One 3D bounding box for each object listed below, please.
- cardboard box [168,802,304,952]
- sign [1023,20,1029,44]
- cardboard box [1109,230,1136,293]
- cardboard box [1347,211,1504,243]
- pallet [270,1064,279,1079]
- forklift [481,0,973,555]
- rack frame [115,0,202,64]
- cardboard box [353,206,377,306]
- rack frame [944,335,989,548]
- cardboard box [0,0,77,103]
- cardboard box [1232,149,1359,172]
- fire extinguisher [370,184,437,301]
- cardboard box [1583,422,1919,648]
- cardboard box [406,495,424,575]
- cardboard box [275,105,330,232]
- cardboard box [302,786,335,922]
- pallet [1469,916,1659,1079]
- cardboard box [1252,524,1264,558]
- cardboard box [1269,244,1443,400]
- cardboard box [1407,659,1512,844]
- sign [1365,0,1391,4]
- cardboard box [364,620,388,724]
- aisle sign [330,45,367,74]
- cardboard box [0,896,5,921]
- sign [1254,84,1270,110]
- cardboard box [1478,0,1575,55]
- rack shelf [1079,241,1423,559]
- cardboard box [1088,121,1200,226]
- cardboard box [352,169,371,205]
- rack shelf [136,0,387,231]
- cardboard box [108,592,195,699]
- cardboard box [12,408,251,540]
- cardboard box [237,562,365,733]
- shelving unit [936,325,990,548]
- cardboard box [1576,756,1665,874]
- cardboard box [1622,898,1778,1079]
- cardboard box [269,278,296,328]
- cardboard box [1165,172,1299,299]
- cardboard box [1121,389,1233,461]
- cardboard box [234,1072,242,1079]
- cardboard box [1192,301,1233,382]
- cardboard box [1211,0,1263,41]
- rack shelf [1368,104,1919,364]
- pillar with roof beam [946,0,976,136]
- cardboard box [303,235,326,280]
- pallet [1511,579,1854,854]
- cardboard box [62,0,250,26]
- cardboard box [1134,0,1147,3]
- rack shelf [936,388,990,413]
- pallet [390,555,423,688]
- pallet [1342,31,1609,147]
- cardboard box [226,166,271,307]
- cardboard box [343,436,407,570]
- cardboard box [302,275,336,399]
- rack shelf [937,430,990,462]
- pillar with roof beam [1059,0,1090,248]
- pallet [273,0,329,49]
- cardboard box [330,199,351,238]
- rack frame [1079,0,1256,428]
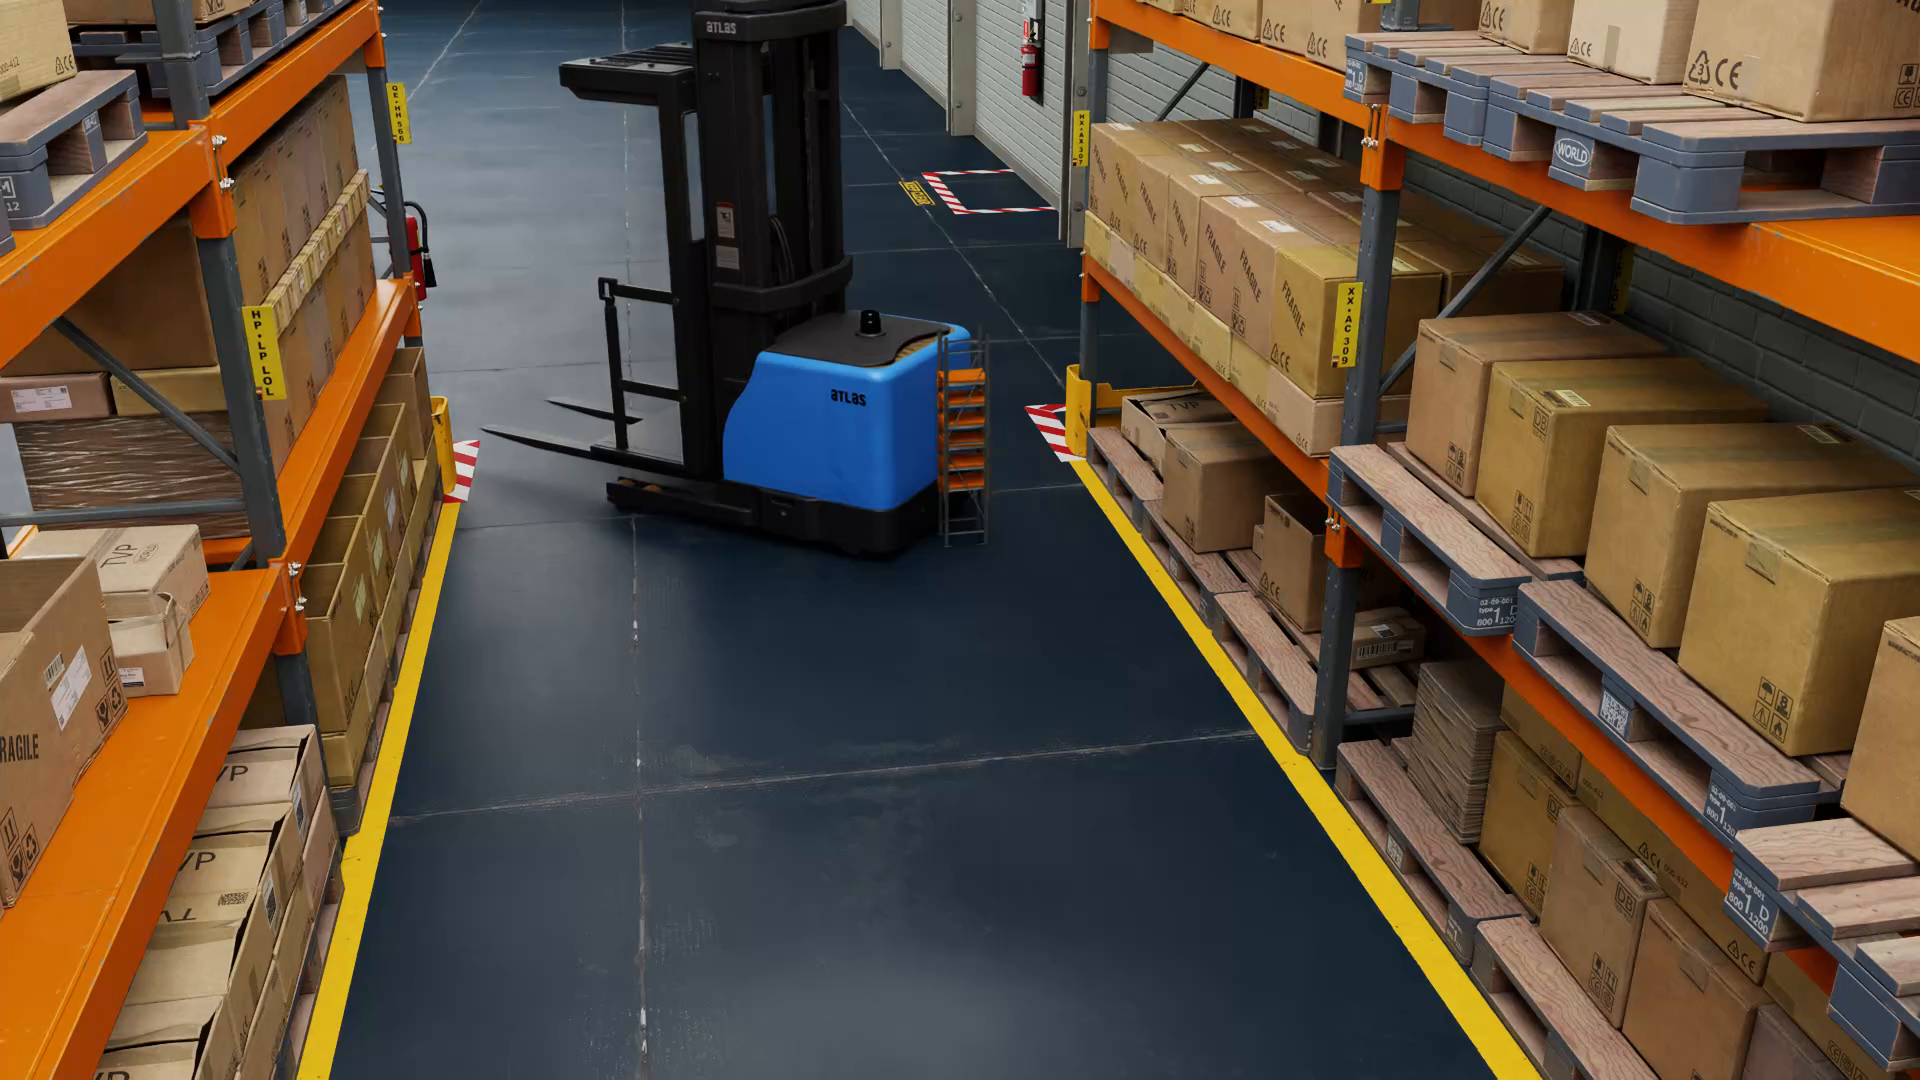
[{"bbox_3d":[-2.413,1.065,5.274,0.500,0.311,0.500,-4,24,-8],"label":"cardboard box"},{"bbox_3d":[0.706,-5.395,17.809,0.001,0.329,0.234,-4,24,-10],"label":"sign"},{"bbox_3d":[1.144,-1.551,9.217,0.500,0.250,0.500,-5,24,-11],"label":"cardboard box"},{"bbox_3d":[2.022,-1.144,7.348,0.500,0.500,0.500,-4,24,-10],"label":"cardboard box"},{"bbox_3d":[-2.468,1.958,4.504,1.003,0.211,1.213,-4,24,-10],"label":"pallet"},{"bbox_3d":[-1.472,-1.663,9.397,3.031,2.935,1.130,12,26,25],"label":"forklift"},{"bbox_3d":[-2.872,-2.837,4.503,1.000,3.000,0.127,-4,24,-10],"label":"rack frame"},{"bbox_3d":[-3.538,-1.523,8.864,0.700,0.500,0.500,-4,24,-10],"label":"cardboard box"},{"bbox_3d":[0.035,-0.516,8.932,0.240,1.200,0.006,-5,24,-10],"label":"rack frame"},{"bbox_3d":[-2.767,-1.343,4.493,0.500,0.250,0.500,-2,24,-4],"label":"cardboard box"},{"bbox_3d":[1.735,-1.742,8.717,0.500,0.500,0.500,-5,24,-11],"label":"cardboard box"},{"bbox_3d":[-3.177,-1.707,9.507,0.296,0.674,0.183,-4,24,-10],"label":"fire extinguisher"},{"bbox_3d":[2.305,-0.024,4.882,0.700,0.500,0.500,-1,24,-2],"label":"cardboard box"},{"bbox_3d":[-3.024,-0.012,8.441,0.500,0.250,0.500,-4,24,-10],"label":"cardboard box"},{"bbox_3d":[-3.332,-1.692,7.630,0.700,0.500,0.500,-4,24,-10],"label":"cardboard box"},{"bbox_3d":[-2.510,1.121,5.846,0.500,0.250,0.500,-5,24,-10],"label":"cardboard box"},{"bbox_3d":[2.370,1.609,5.303,1.003,0.211,1.213,-4,24,-10],"label":"pallet"},{"bbox_3d":[1.719,0.018,8.473,0.380,0.149,0.250,-6,24,-14],"label":"cardboard box"},{"bbox_3d":[1.604,-0.903,6.796,0.500,0.500,0.500,-4,24,-10],"label":"cardboard box"},{"bbox_3d":[2.148,0.776,6.299,0.700,0.500,0.500,-3,24,-8],"label":"cardboard box"},{"bbox_3d":[1.464,-2.024,5.744,0.100,0.325,0.005,-4,24,-10],"label":"sign"},{"bbox_3d":[-2.747,0.578,7.090,0.500,0.250,0.500,-4,24,-10],"label":"cardboard box"},{"bbox_3d":[-3.335,-2.900,8.895,0.394,0.787,0.004,-4,24,-10],"label":"aisle sign"},{"bbox_3d":[-2.459,0.781,3.590,0.500,0.500,0.500,-6,24,-13],"label":"cardboard box"},{"bbox_3d":[1.805,-2.738,9.930,0.100,0.325,0.005,-4,24,-10],"label":"sign"},{"bbox_3d":[2.018,-1.848,5.336,0.500,0.500,0.500,-1,24,-2],"label":"cardboard box"},{"bbox_3d":[1.626,-0.913,8.492,1.077,0.370,4.000,-4,24,-10],"label":"rack shelf"},{"bbox_3d":[1.049,-2.104,9.544,0.500,0.500,0.500,-4,24,-10],"label":"cardboard box"},{"bbox_3d":[-3.354,-1.868,8.845,0.380,0.149,0.250,-5,24,-11],"label":"cardboard box"},{"bbox_3d":[-3.242,-1.920,7.049,1.077,0.370,4.000,-4,24,-10],"label":"rack shelf"},{"bbox_3d":[-2.529,0.306,4.970,0.396,0.266,0.258,-5,24,-11],"label":"cardboard box"},{"bbox_3d":[-2.960,-0.308,6.082,0.700,0.500,0.500,-5,24,-11],"label":"cardboard box"},{"bbox_3d":[-2.650,0.430,6.491,0.500,0.500,0.500,-4,24,-10],"label":"cardboard box"},{"bbox_3d":[0.017,-0.552,9.014,0.258,1.200,0.189,-5,24,-10],"label":"shelving unit"},{"bbox_3d":[2.333,0.810,5.285,0.500,0.250,0.500,-5,24,-11],"label":"cardboard box"},{"bbox_3d":[2.450,1.377,4.922,0.700,0.500,0.500,-4,24,-10],"label":"cardboard box"},{"bbox_3d":[-2.921,-0.953,6.749,0.380,0.149,0.250,-5,24,-12],"label":"cardboard box"},{"bbox_3d":[1.327,-1.503,8.168,0.500,0.500,0.500,-4,24,-8],"label":"cardboard box"},{"bbox_3d":[1.295,-0.720,9.961,0.500,0.311,0.500,-7,25,-16],"label":"cardboard box"},{"bbox_3d":[-2.231,1.722,4.471,0.500,0.250,0.500,-4,24,-9],"label":"cardboard box"},{"bbox_3d":[1.418,-0.954,7.848,0.500,0.250,0.500,-4,24,-10],"label":"cardboard box"},{"bbox_3d":[1.439,-2.481,7.285,0.500,0.500,0.500,-5,24,-12],"label":"cardboard box"},{"bbox_3d":[2.365,-0.714,4.289,1.077,0.370,4.000,-4,24,-10],"label":"rack shelf"},{"bbox_3d":[-4.214,-8.969,18.542,9.100,9.000,0.400,-4,24,-10],"label":"pillar with roof beam"},{"bbox_3d":[-3.065,-1.258,7.448,0.380,0.149,0.250,-5,24,-10],"label":"cardboard box"},{"bbox_3d":[2.329,0.430,4.758,1.003,0.211,1.213,-4,24,-10],"label":"pallet"},{"bbox_3d":[-2.706,-1.983,5.470,0.500,0.500,0.500,-2,24,-5],"label":"cardboard box"},{"bbox_3d":[1.136,-3.095,8.691,0.500,0.500,0.500,-3,24,-6],"label":"cardboard box"},{"bbox_3d":[0.017,-0.731,8.936,0.258,0.103,0.180,-5,24,-10],"label":"rack shelf"},{"bbox_3d":[-3.207,0.393,8.086,1.003,0.211,1.213,-4,24,-10],"label":"pallet"},{"bbox_3d":[2.005,-1.494,5.410,1.213,0.211,1.003,-4,24,-10],"label":"pallet"},{"bbox_3d":[-3.055,-1.101,6.278,0.700,0.500,0.500,-4,24,-10],"label":"cardboard box"},{"bbox_3d":[-2.930,-0.159,7.841,0.500,0.500,0.500,-4,24,-10],"label":"cardboard box"},{"bbox_3d":[-3.249,-0.914,7.470,0.700,0.500,0.500,-4,24,-8],"label":"cardboard box"},{"bbox_3d":[0.017,-0.511,9.032,0.258,0.103,0.180,-5,24,-10],"label":"rack shelf"},{"bbox_3d":[-3.105,-6.609,13.139,9.100,9.000,0.400,-4,24,-10],"label":"pillar with roof beam"},{"bbox_3d":[-3.277,-2.235,6.981,1.003,0.211,1.213,-4,24,-10],"label":"pallet"},{"bbox_3d":[-3.212,-1.566,8.152,0.380,0.149,0.250,-4,24,-9],"label":"cardboard box"},{"bbox_3d":[1.256,-2.029,10.149,1.000,3.000,0.127,-4,24,-10],"label":"rack frame"}]
